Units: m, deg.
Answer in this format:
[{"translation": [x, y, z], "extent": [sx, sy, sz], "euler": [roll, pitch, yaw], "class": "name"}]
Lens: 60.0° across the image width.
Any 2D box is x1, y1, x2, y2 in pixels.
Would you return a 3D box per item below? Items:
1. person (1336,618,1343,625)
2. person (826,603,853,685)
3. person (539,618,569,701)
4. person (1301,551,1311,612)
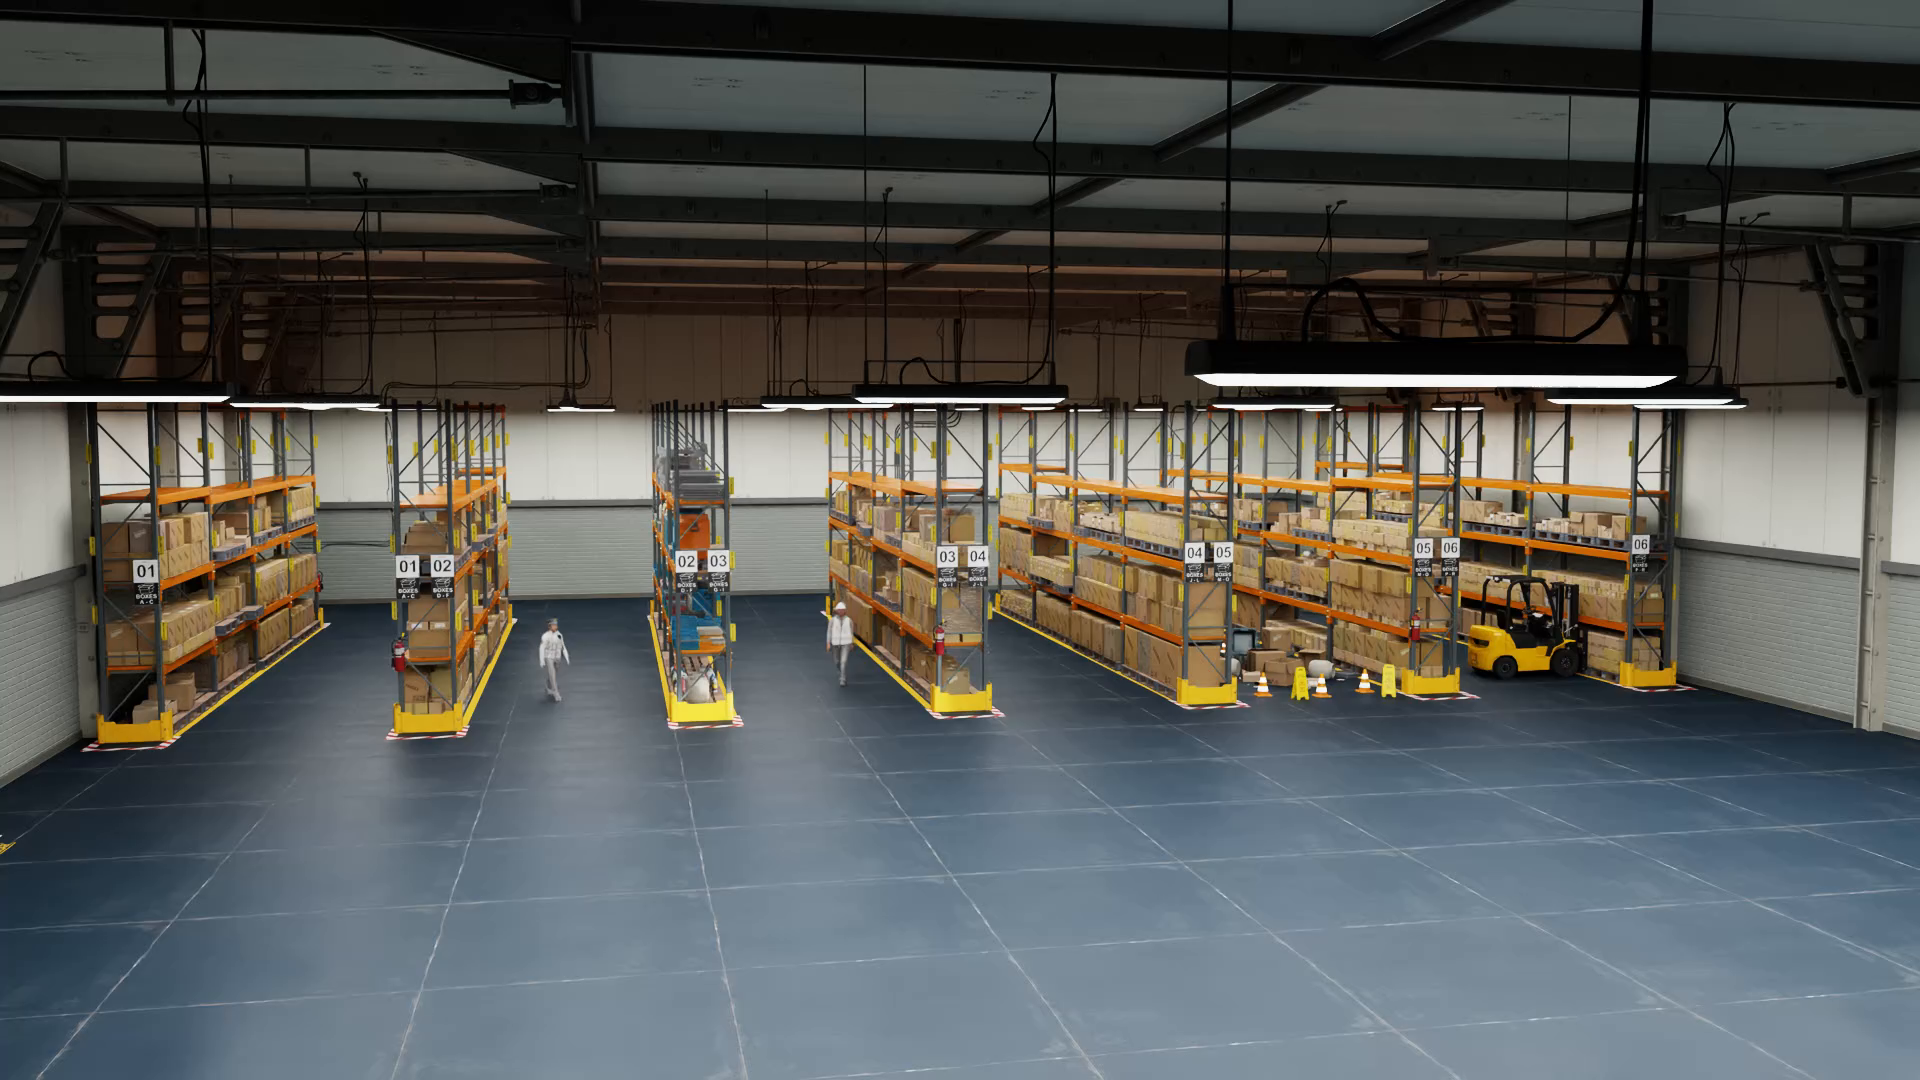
[{"translation": [9.814, 1.675, 42.201], "extent": [0.659, 1.760, 0.668], "euler": [-3, 5, -35], "class": "person"}, {"translation": [-2.549, 2.195, 35.305], "extent": [0.534, 1.725, 0.989], "euler": [1, 4, 9], "class": "person"}, {"translation": [-8.174, 2.369, 33.411], "extent": [0.547, 1.608, 1.082], "euler": [-3, 6, -39], "class": "person"}, {"translation": [10.079, 1.205, 48.152], "extent": [0.467, 1.785, 0.609], "euler": [2, 5, 26], "class": "person"}]
